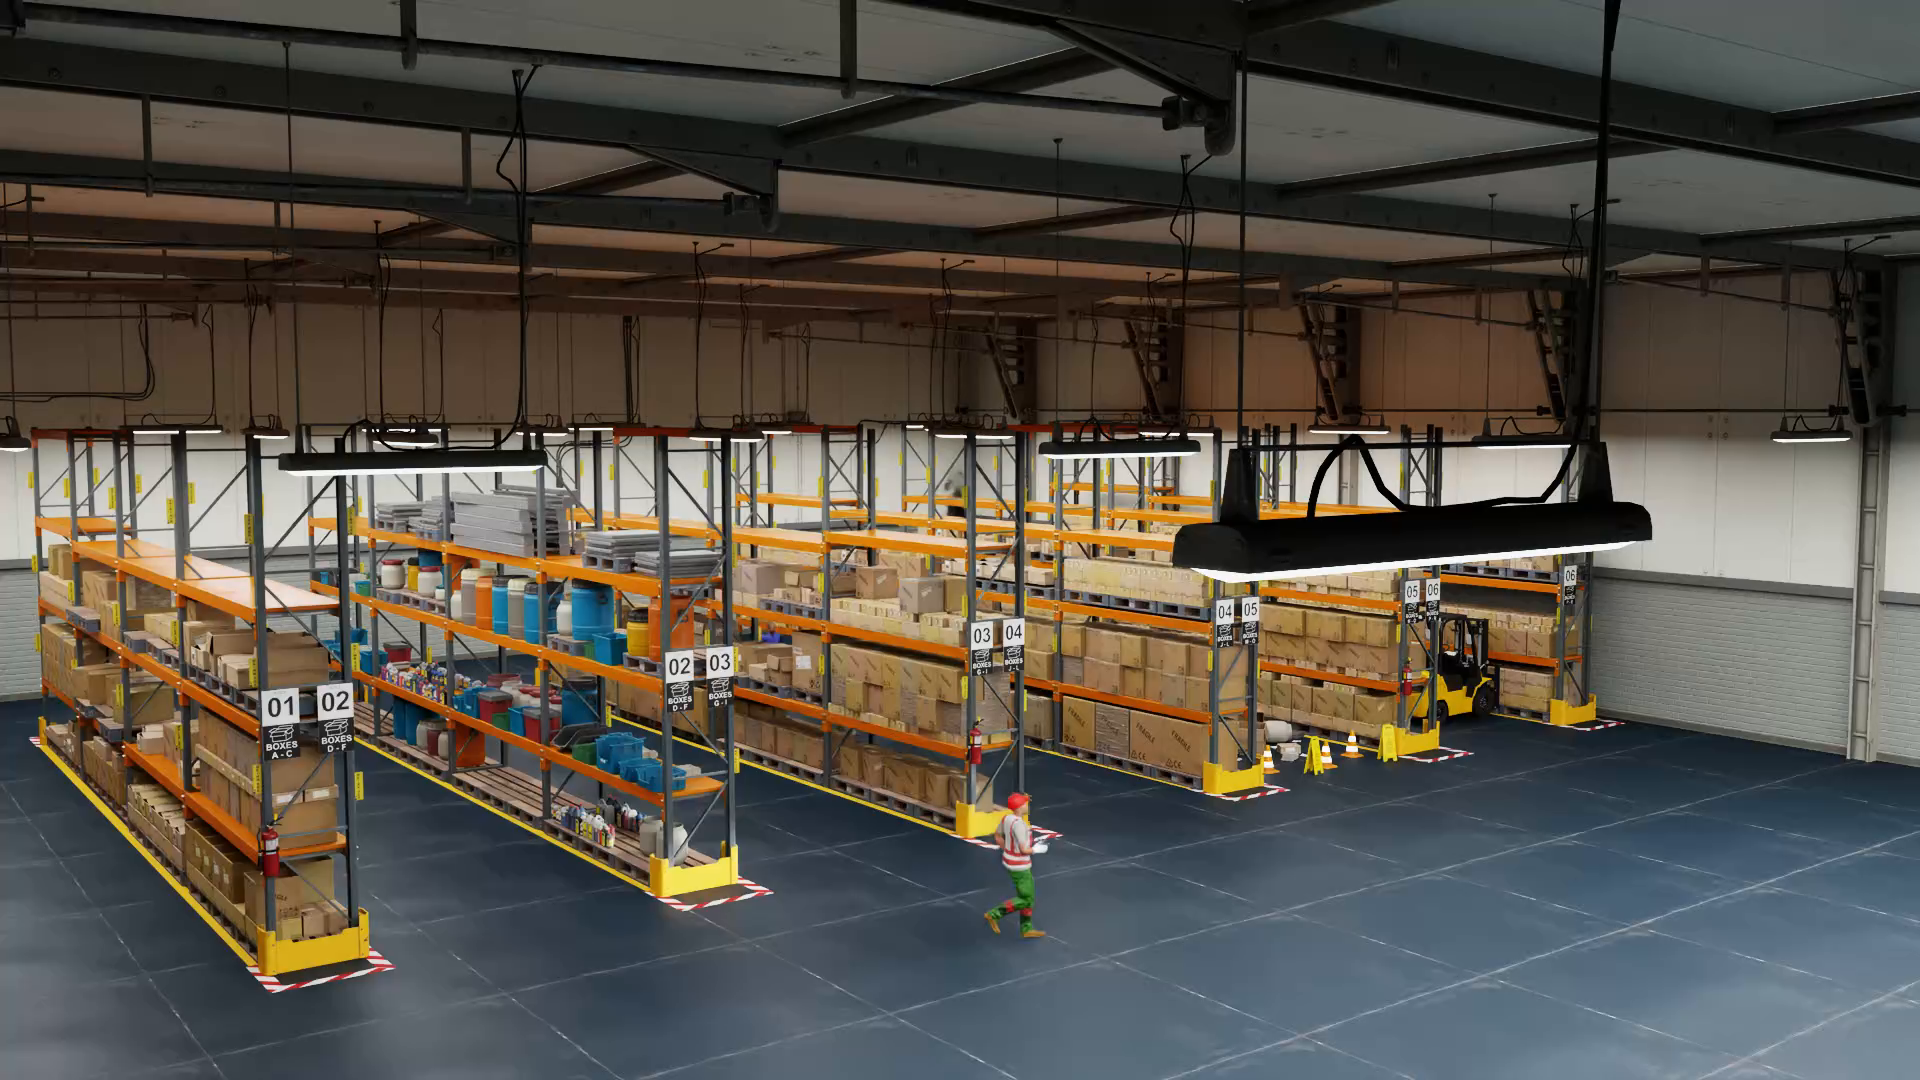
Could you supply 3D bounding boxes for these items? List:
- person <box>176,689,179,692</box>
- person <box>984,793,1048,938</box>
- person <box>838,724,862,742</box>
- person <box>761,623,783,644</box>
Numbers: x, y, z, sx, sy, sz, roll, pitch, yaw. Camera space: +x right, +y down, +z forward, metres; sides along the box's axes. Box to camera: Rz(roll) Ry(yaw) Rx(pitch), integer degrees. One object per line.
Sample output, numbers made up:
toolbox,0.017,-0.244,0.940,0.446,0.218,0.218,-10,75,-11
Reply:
person,-15.157,2.955,32.469,0.775,1.719,0.570,3,5,33
person,0.644,3.890,19.818,0.782,1.756,0.663,-1,5,-16
person,-2.152,2.996,31.883,0.610,1.644,0.837,-4,6,-41
person,-4.158,2.642,36.806,0.576,1.647,0.715,-3,5,-32
